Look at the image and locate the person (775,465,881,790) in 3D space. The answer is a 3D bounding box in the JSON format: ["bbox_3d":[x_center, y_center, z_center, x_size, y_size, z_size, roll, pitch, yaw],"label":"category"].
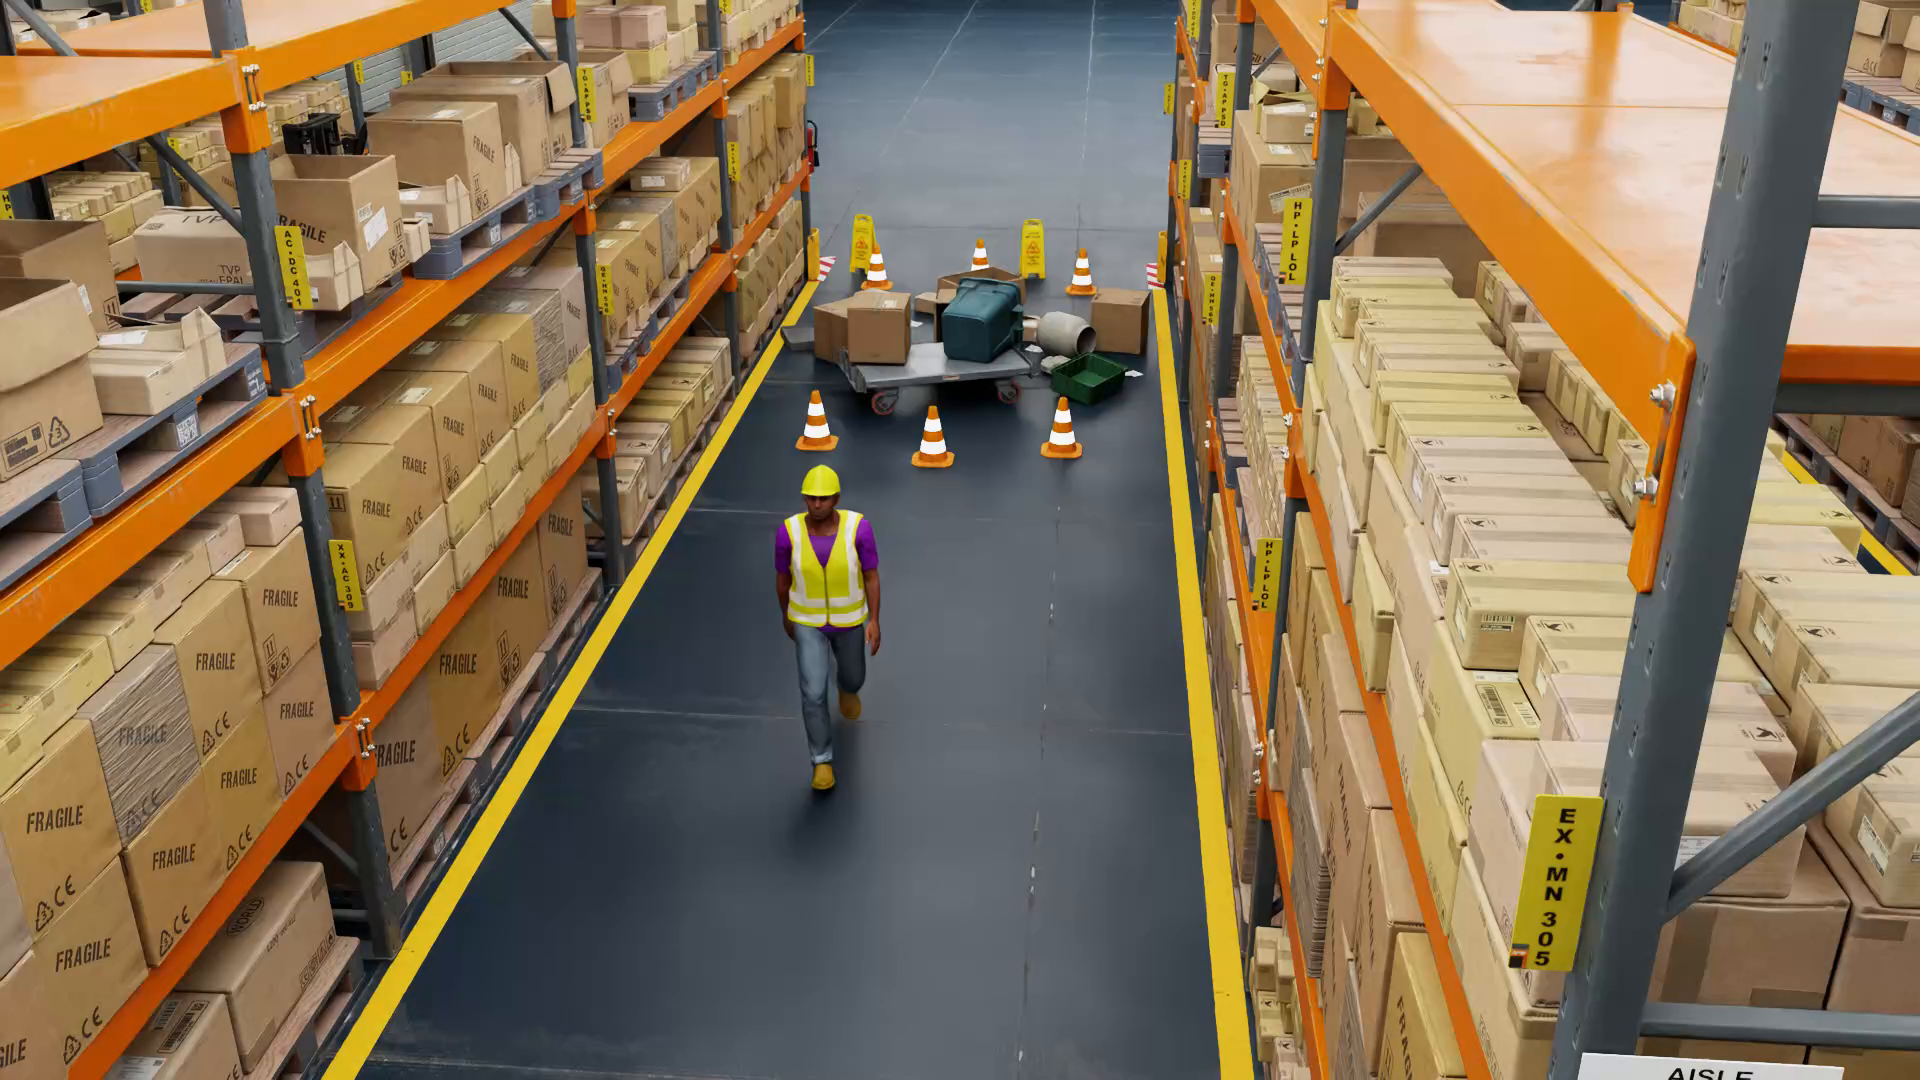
[{"bbox_3d":[-0.715,0.407,9.068,0.563,1.730,0.964,-3,25,-6],"label":"person"}]
